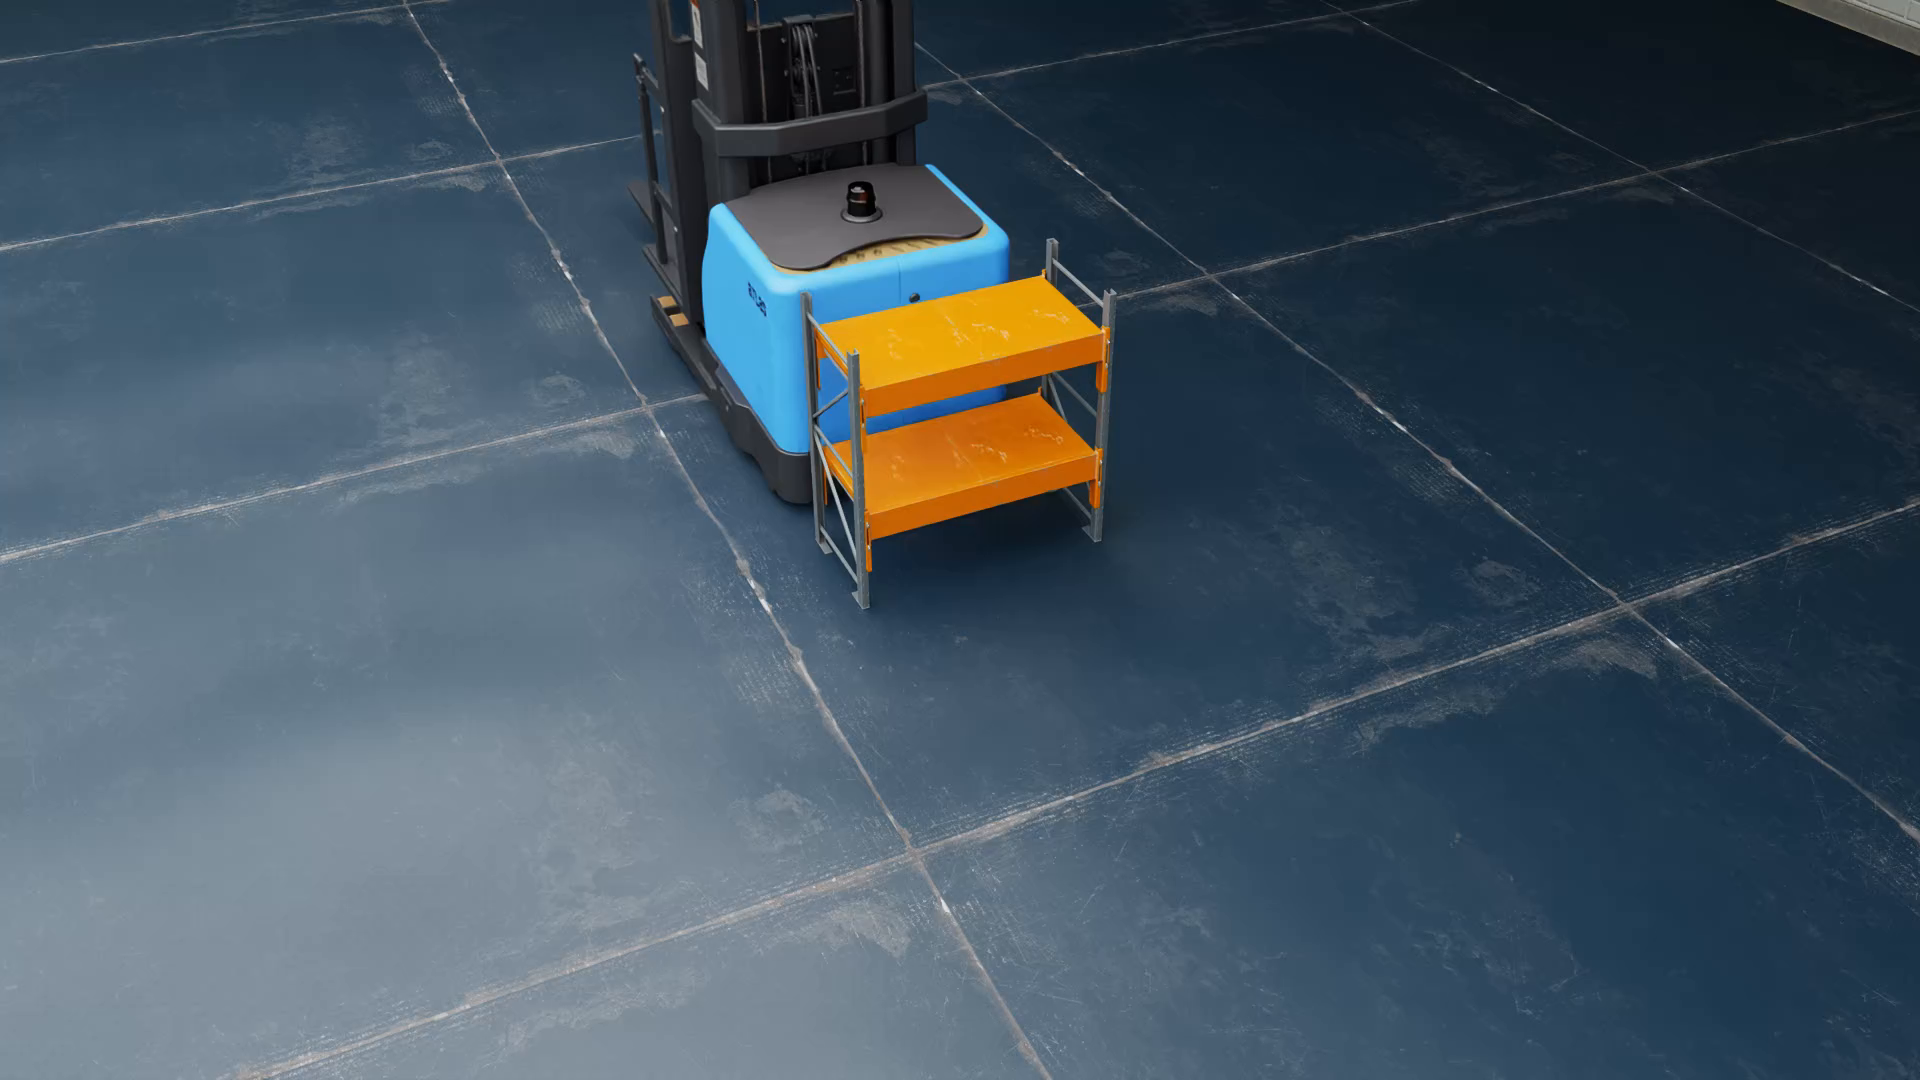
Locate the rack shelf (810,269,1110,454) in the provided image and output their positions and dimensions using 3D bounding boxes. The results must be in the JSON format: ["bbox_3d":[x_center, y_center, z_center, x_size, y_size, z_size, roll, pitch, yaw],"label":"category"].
[{"bbox_3d":[-0.006,-0.685,6.238,1.000,0.278,0.538,-16,39,-20],"label":"rack shelf"}]

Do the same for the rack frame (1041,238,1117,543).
[{"bbox_3d":[0.454,-0.579,6.586,0.032,1.125,0.500,-16,39,-20],"label":"rack frame"}]

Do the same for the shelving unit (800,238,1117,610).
[{"bbox_3d":[-0.006,-0.450,6.413,1.048,1.125,0.538,-16,39,-20],"label":"shelving unit"}]

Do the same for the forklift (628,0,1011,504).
[{"bbox_3d":[-0.858,-2.197,7.251,1.130,2.935,3.031,-15,39,-20],"label":"forklift"}]

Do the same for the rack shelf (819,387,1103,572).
[{"bbox_3d":[-0.006,-0.254,6.558,1.000,0.278,0.538,-16,39,-20],"label":"rack shelf"}]

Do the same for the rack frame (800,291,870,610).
[{"bbox_3d":[-0.466,-0.321,6.239,0.032,1.125,0.500,-16,39,-20],"label":"rack frame"}]
